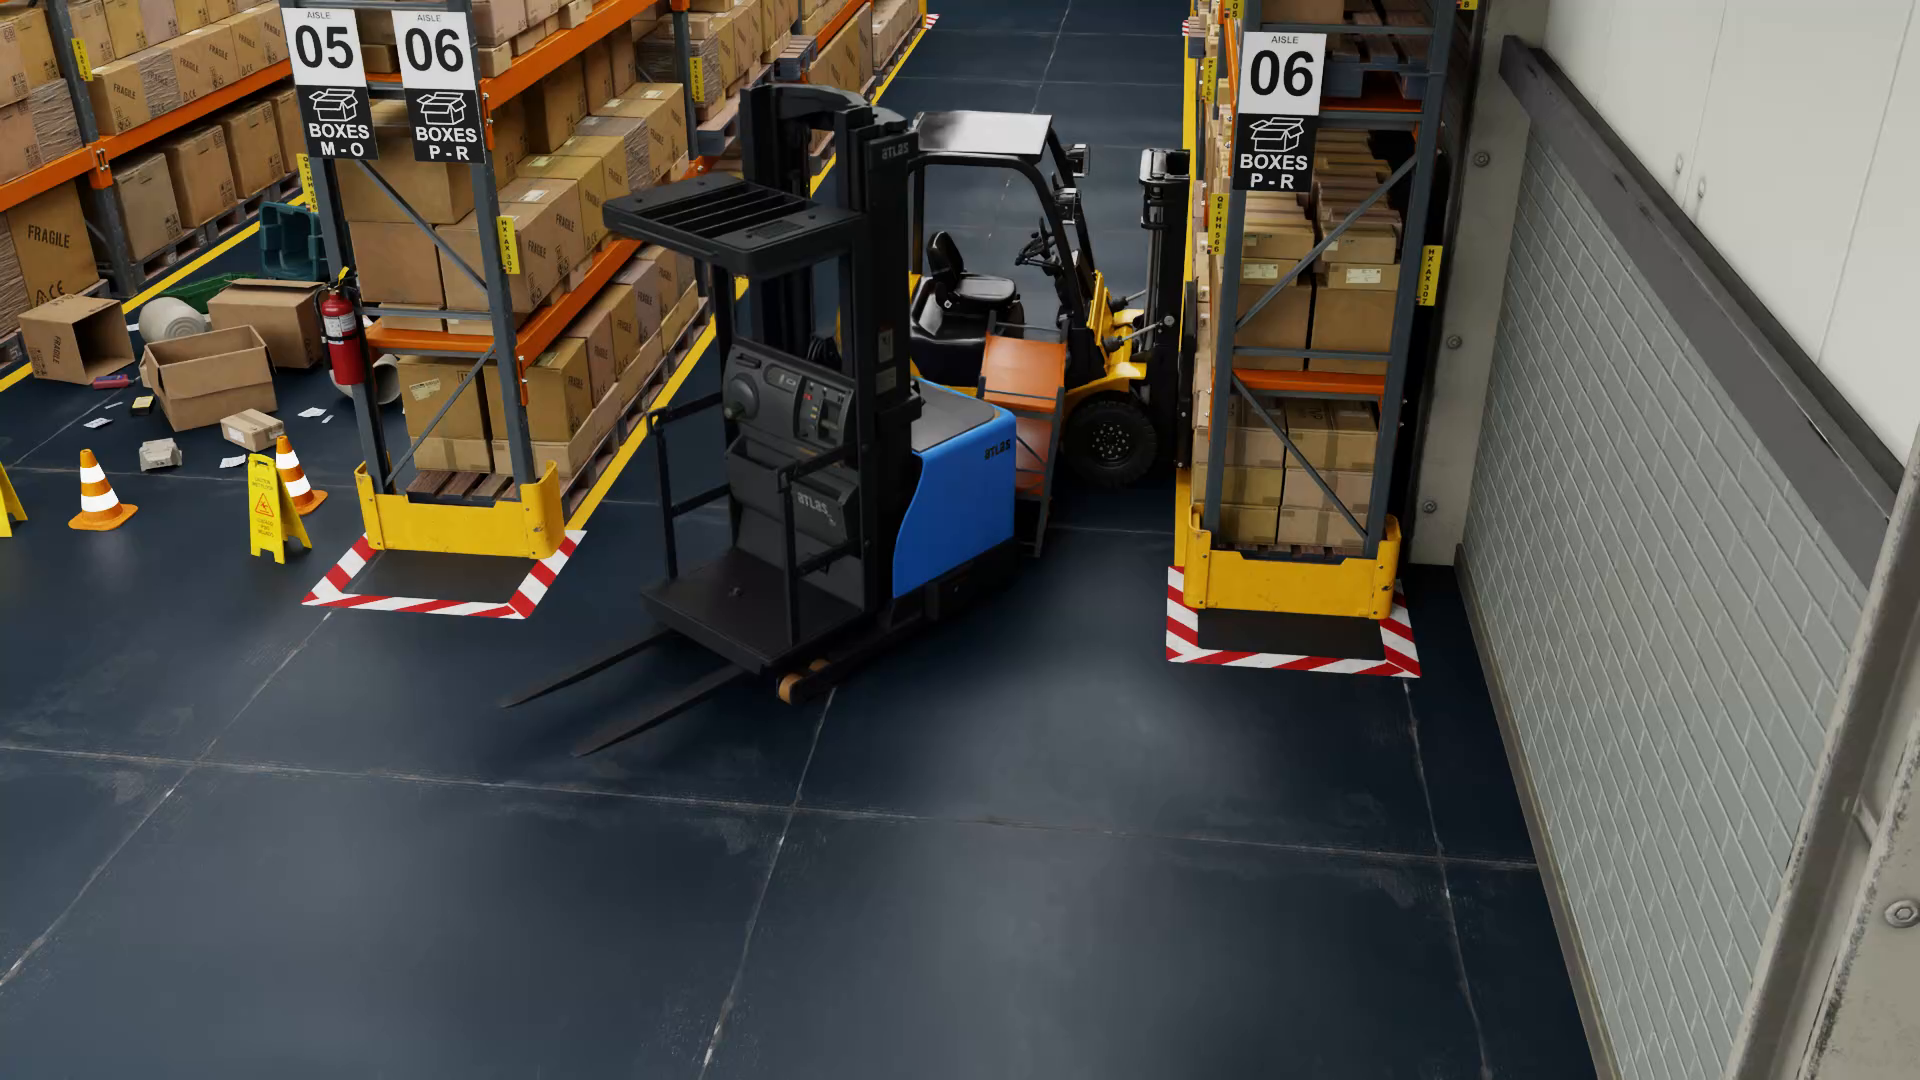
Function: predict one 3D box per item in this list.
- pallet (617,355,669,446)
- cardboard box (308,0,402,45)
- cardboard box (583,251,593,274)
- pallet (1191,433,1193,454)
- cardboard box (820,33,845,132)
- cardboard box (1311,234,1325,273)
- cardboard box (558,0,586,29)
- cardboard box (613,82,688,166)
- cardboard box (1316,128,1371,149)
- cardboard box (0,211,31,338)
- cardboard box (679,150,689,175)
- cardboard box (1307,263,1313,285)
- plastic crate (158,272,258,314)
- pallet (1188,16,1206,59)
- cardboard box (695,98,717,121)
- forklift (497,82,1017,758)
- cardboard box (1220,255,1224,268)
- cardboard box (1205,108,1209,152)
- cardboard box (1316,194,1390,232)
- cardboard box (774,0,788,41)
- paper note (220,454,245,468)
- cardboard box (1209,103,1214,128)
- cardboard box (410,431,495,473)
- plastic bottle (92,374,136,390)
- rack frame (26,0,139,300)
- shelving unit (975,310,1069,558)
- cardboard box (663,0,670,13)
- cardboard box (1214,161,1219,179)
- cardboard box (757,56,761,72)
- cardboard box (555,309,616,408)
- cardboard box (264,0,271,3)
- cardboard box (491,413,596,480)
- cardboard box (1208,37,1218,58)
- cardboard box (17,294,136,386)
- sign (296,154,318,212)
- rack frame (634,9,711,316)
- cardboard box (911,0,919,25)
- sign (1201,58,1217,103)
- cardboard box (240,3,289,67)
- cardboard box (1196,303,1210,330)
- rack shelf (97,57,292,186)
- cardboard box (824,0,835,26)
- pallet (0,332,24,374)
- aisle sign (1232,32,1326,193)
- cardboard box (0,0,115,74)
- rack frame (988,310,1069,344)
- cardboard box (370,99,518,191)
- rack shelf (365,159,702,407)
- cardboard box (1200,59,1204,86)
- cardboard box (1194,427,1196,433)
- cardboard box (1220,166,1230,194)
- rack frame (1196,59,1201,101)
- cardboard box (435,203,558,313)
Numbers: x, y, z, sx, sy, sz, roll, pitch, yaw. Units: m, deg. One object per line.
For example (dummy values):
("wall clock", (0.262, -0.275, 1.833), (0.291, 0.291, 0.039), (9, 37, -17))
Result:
("pallet", (-2.746, -1.041, 11.960), (1.003, 0.211, 1.213), (3, 28, 6))
("cardboard box", (-3.246, -2.922, 9.193), (0.500, 0.250, 0.500), (3, 28, 6))
("cardboard box", (-2.590, -1.798, 10.689), (0.380, 0.149, 0.250), (4, 29, 8))
("pallet", (2.089, -0.701, 11.328), (1.003, 0.211, 1.213), (3, 28, 6))
("cardboard box", (-1.781, -5.035, 18.231), (0.875, 0.875, 0.875), (4, 29, 7))
("cardboard box", (2.151, -1.588, 9.245), (0.380, 0.149, 0.250), (3, 28, 6))
("cardboard box", (-2.524, -3.236, 10.196), (0.380, 0.149, 0.250), (4, 29, 7))
("cardboard box", (-2.359, -3.114, 12.449), (0.500, 0.500, 0.500), (3, 28, 5))
("cardboard box", (2.447, -2.568, 10.751), (0.380, 0.149, 0.250), (3, 28, 6))
("cardboard box", (-7.730, -1.936, 12.479), (0.875, 0.875, 0.875), (4, 29, 7))
("cardboard box", (-2.288, -2.883, 12.704), (0.380, 0.149, 0.250), (3, 28, 6))
("cardboard box", (2.263, -1.501, 9.768), (0.500, 0.500, 0.500), (4, 29, 8))
("plastic crate", (-6.198, -2.033, 13.764), (0.450, 0.188, 0.662), (9, 28, 37))
("pallet", (2.879, -4.998, 16.567), (1.213, 0.211, 1.003), (3, 28, 6))
("cardboard box", (-2.170, -3.479, 13.367), (0.380, 0.149, 0.250), (4, 29, 7))
("forklift", (-1.035, -0.702, 8.463), (1.130, 2.935, 3.031), (24, 36, 37))
("cardboard box", (1.651, -1.625, 9.314), (0.380, 0.149, 0.250), (4, 29, 7))
("cardboard box", (2.233, -3.300, 13.370), (0.500, 0.250, 0.500), (3, 28, 6))
("cardboard box", (2.222, -1.846, 9.411), (0.380, 0.149, 0.250), (4, 29, 7))
("cardboard box", (-1.894, -4.932, 15.380), (0.500, 0.500, 0.500), (3, 28, 5))
("paper note", (-4.901, -0.534, 11.208), (0.148, 0.019, 0.142), (-6, 29, -11))
("cardboard box", (2.182, -3.276, 12.800), (0.500, 0.250, 0.500), (3, 28, 5))
("cardboard box", (-3.207, -0.662, 10.772), (0.500, 0.250, 0.500), (3, 28, 6))
("plastic bottle", (-6.285, -1.179, 12.374), (0.283, 0.061, 0.133), (-6, 29, -11))
("rack frame", (-7.477, -3.403, 13.404), (1.000, 3.000, 0.127), (3, 28, 6))
("shelving unit", (0.337, -0.668, 10.231), (0.538, 1.125, 1.048), (7, 30, 1))
("cardboard box", (-2.637, -4.494, 13.884), (0.380, 0.149, 0.250), (2, 28, 4))
("cardboard box", (1.953, -2.242, 11.144), (0.500, 0.500, 0.500), (3, 28, 6))
("cardboard box", (-1.979, -4.218, 14.739), (0.380, 0.149, 0.250), (2, 28, 5))
("cardboard box", (-2.606, -1.206, 10.991), (0.500, 0.500, 0.500), (2, 28, 4))
("cardboard box", (-7.051, -5.559, 16.247), (0.700, 0.500, 0.500), (3, 28, 6))
("cardboard box", (-2.668, -0.618, 10.691), (0.500, 0.250, 0.500), (3, 28, 6))
("cardboard box", (2.279, -4.112, 13.931), (0.380, 0.149, 0.250), (3, 28, 5))
("cardboard box", (-6.648, -1.513, 12.529), (0.500, 0.500, 0.500), (8, 29, 15))
("sign", (-3.590, -1.971, 9.191), (0.100, 0.325, 0.005), (3, 28, 6))
("rack frame", (-2.552, -3.163, 12.959), (1.000, 3.000, 0.127), (3, 28, 6))
("cardboard box", (-1.063, -7.552, 23.364), (0.875, 0.438, 0.875), (2, 28, 4))
("sign", (1.835, -3.378, 12.221), (0.100, 0.325, 0.005), (3, 28, 6))
("cardboard box", (-6.838, -4.868, 16.017), (0.500, 0.500, 0.500), (3, 28, 6))
("cardboard box", (1.810, -1.360, 11.014), (0.500, 0.250, 0.500), (3, 28, 5))
("rack shelf", (-7.232, -4.028, 15.322), (1.077, 0.370, 4.000), (3, 28, 6))
("cardboard box", (-1.636, -5.685, 17.798), (0.500, 0.250, 0.500), (4, 29, 8))
("pallet", (-7.794, -1.246, 12.341), (1.003, 0.211, 1.213), (3, 28, 6))
("aisle sign", (1.586, -2.124, 8.289), (0.394, 0.787, 0.004), (3, 28, 6))
("cardboard box", (-7.422, -4.121, 13.578), (0.700, 0.500, 0.500), (3, 28, 5))
("rack frame", (0.377, -0.918, 10.671), (0.500, 1.125, 0.032), (7, 30, 1))
("cardboard box", (-3.126, -2.386, 10.043), (0.700, 0.500, 0.500), (4, 29, 7))
("rack shelf", (-2.797, -1.905, 11.382), (1.077, 0.370, 4.000), (3, 28, 6))
("cardboard box", (3.017, -5.261, 19.045), (0.500, 0.500, 0.500), (3, 28, 6))
("cardboard box", (1.707, -0.671, 10.261), (0.500, 0.250, 0.500), (3, 28, 6))
("cardboard box", (1.750, -2.119, 9.918), (0.380, 0.149, 0.250), (4, 29, 7))
("rack frame", (3.355, -6.642, 19.416), (1.000, 3.000, 0.127), (3, 28, 6))
("cardboard box", (-2.708, -1.662, 9.753), (0.500, 0.500, 0.500), (3, 28, 5))
